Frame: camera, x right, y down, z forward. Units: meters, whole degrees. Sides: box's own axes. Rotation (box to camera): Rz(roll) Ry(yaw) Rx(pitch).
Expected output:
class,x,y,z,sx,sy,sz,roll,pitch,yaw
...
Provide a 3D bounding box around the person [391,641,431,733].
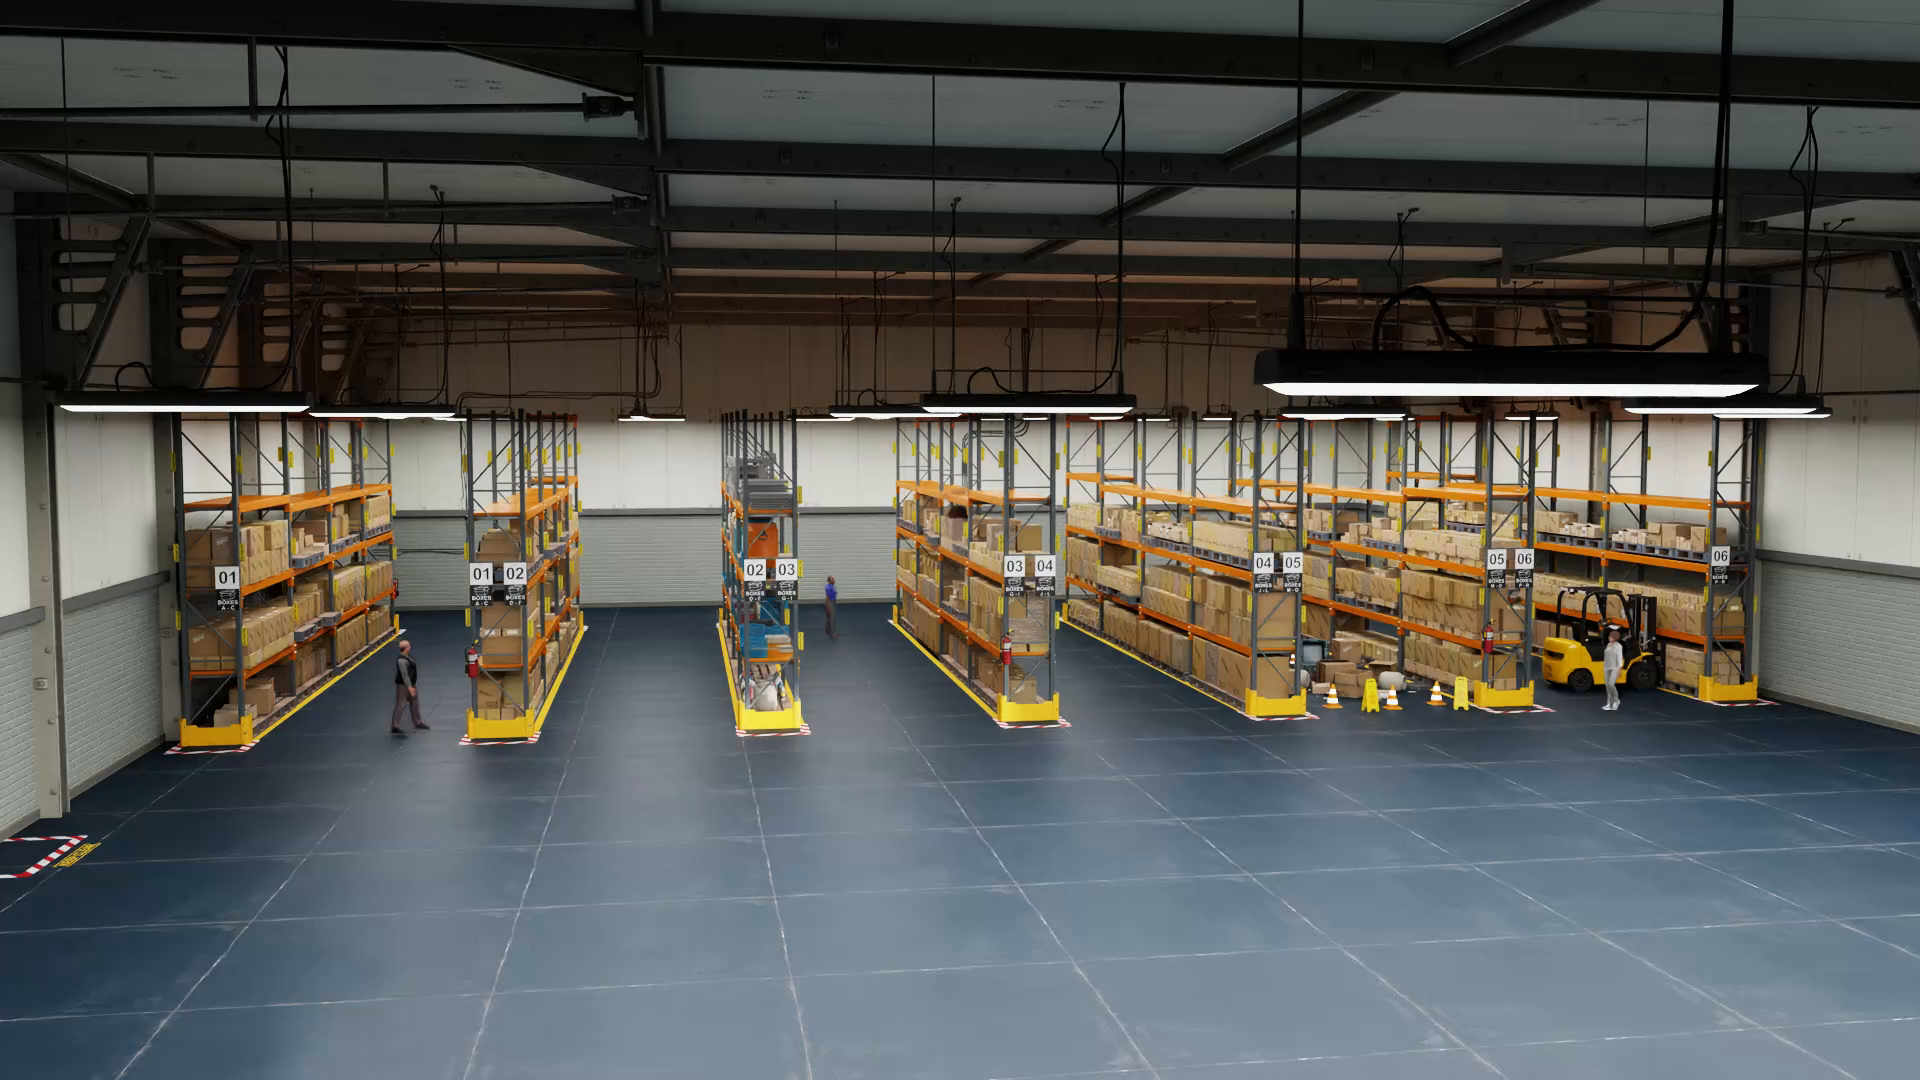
class,x,y,z,sx,sy,sz,roll,pitch,yaw
person,-10.249,2.719,30.908,0.592,1.727,0.679,0,4,0

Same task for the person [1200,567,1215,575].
class,x,y,z,sx,sy,sz,roll,pitch,yaw
person,7.710,1.244,51.489,0.575,1.747,0.561,-2,4,-21

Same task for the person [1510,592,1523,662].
class,x,y,z,sx,sy,sz,roll,pitch,yaw
person,13.283,2.096,39.895,0.539,1.708,0.739,-1,4,-21

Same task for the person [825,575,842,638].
class,x,y,z,sx,sy,sz,roll,pitch,yaw
person,-3.391,1.842,44.712,0.499,1.570,0.489,1,4,11

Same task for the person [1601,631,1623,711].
class,x,y,z,sx,sy,sz,roll,pitch,yaw
person,12.965,2.604,33.112,0.391,1.603,0.465,-3,5,-34
